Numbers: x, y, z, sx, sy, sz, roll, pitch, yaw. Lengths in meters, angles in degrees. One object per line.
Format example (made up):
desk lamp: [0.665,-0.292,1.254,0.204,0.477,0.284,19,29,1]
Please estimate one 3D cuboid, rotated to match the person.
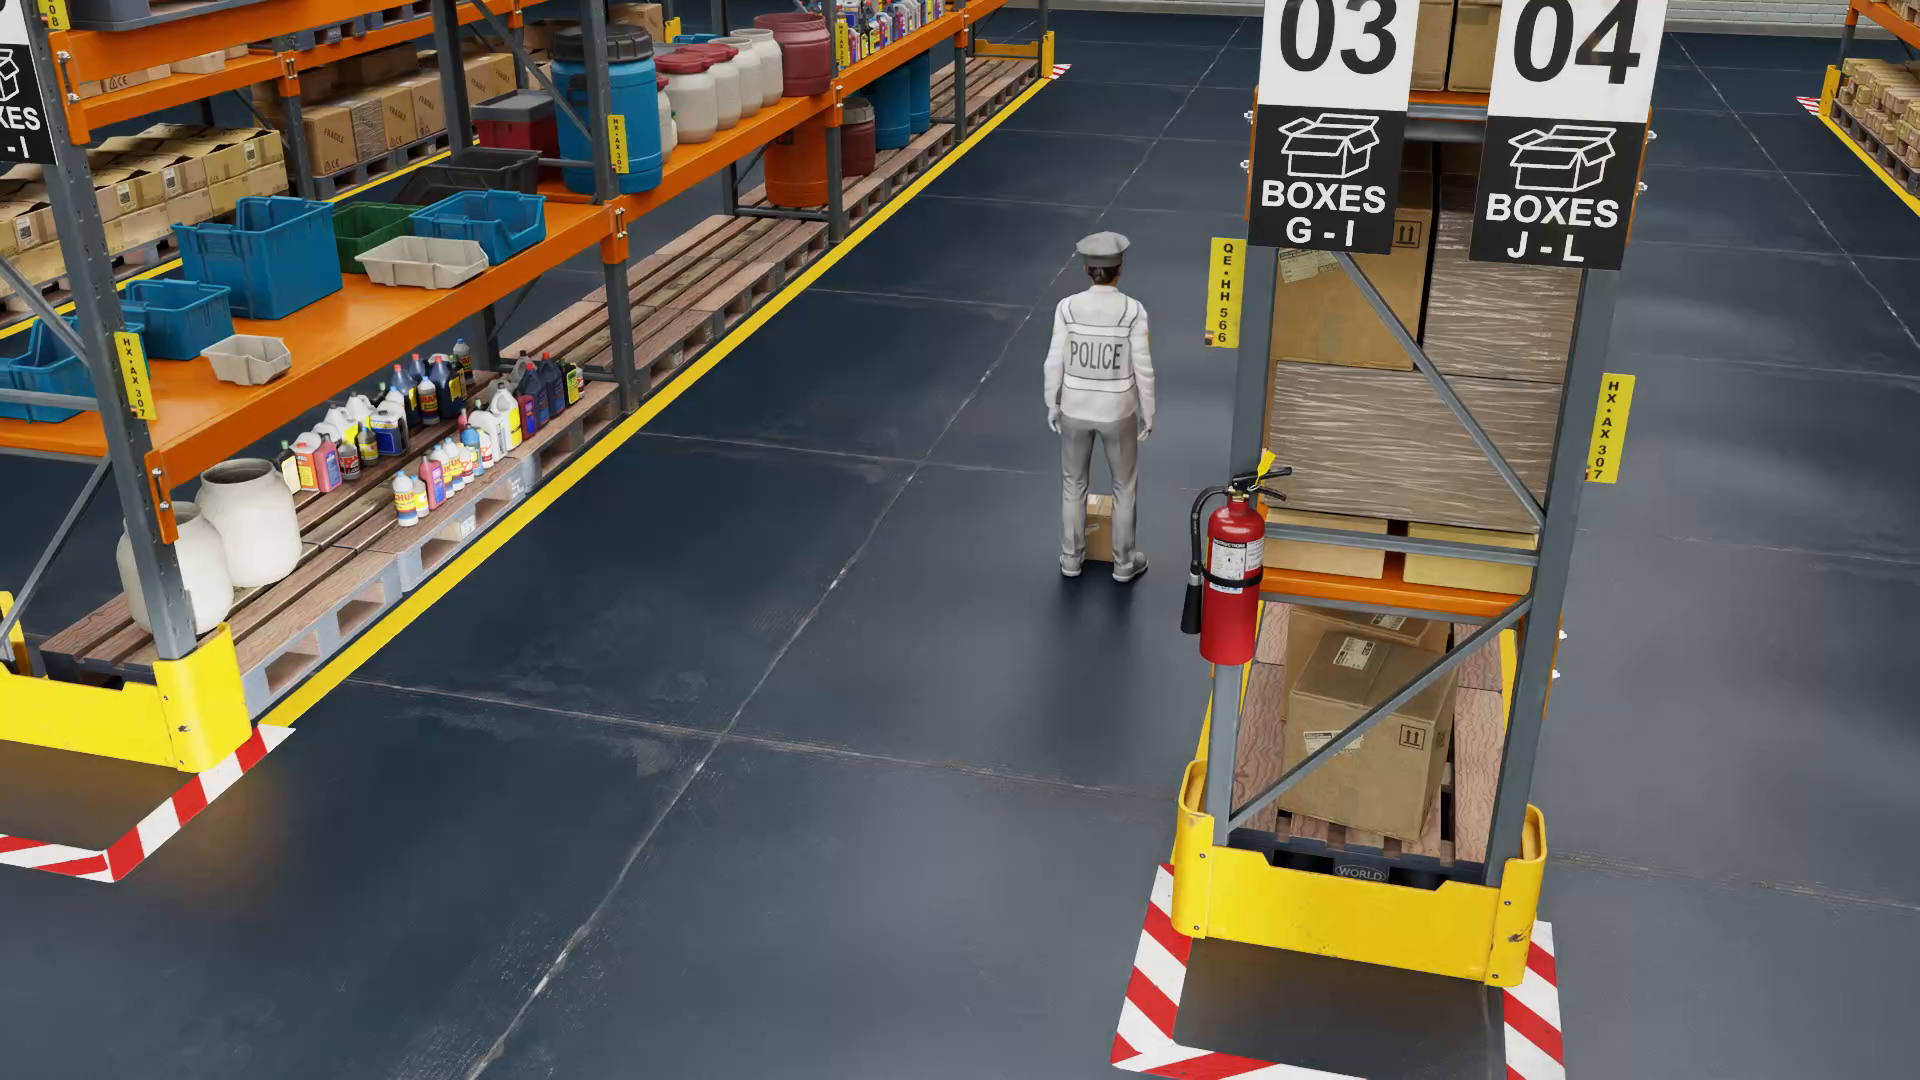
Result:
person: [0.659,-0.600,7.864,0.529,1.664,0.372,6,26,13]
